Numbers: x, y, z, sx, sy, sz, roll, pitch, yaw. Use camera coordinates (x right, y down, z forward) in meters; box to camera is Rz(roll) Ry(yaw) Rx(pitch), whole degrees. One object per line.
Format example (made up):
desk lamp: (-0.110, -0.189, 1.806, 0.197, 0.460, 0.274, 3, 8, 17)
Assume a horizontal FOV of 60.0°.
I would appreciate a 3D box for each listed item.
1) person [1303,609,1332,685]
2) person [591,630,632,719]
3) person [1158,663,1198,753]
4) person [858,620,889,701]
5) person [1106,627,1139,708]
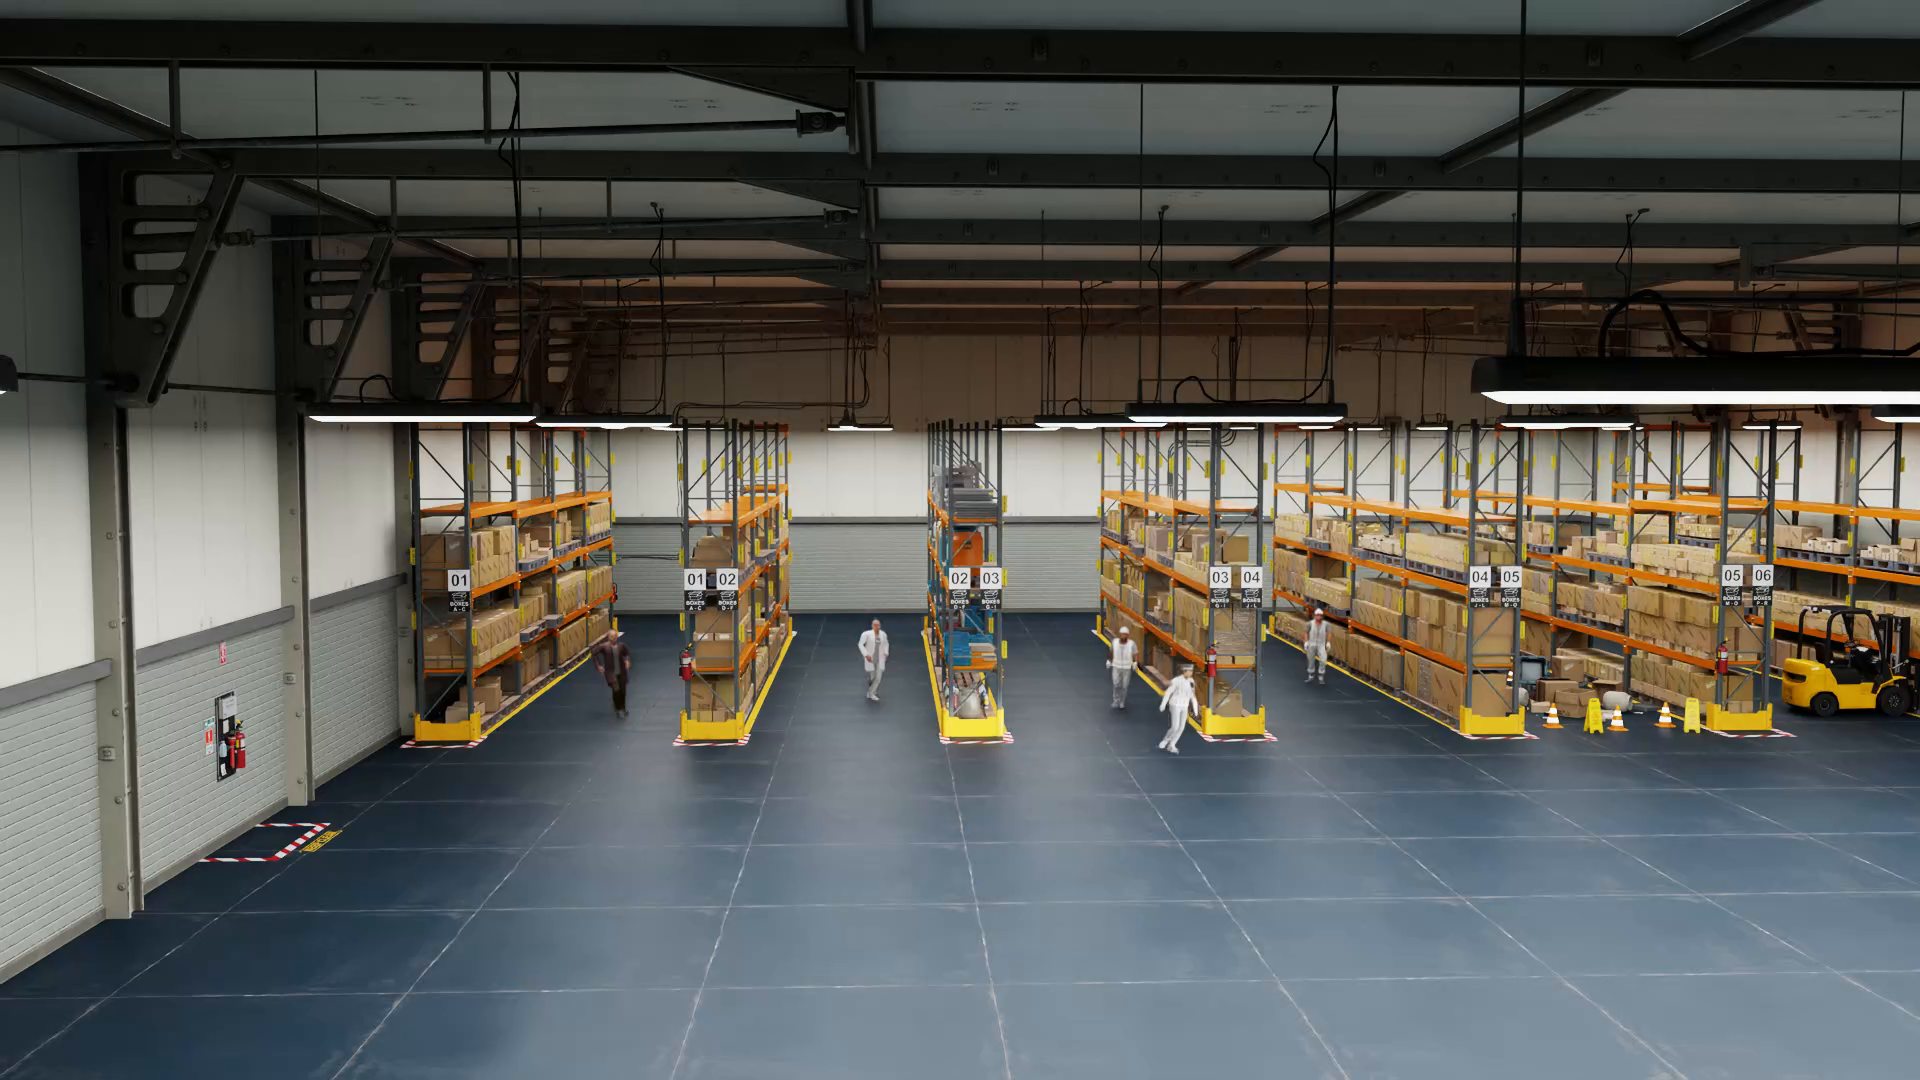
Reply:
person: (8.177, 2.422, 38.045, 0.647, 1.740, 0.637, 1, 4, 12)
person: (-6.962, 2.700, 33.424, 0.786, 1.779, 0.730, -2, 4, -31)
person: (3.922, 3.015, 29.830, 0.631, 1.642, 0.548, -2, 4, -32)
person: (-1.878, 2.573, 35.899, 0.707, 1.733, 0.650, -1, 4, -19)
person: (3.367, 2.641, 34.322, 0.659, 1.725, 0.817, 0, 4, 2)
